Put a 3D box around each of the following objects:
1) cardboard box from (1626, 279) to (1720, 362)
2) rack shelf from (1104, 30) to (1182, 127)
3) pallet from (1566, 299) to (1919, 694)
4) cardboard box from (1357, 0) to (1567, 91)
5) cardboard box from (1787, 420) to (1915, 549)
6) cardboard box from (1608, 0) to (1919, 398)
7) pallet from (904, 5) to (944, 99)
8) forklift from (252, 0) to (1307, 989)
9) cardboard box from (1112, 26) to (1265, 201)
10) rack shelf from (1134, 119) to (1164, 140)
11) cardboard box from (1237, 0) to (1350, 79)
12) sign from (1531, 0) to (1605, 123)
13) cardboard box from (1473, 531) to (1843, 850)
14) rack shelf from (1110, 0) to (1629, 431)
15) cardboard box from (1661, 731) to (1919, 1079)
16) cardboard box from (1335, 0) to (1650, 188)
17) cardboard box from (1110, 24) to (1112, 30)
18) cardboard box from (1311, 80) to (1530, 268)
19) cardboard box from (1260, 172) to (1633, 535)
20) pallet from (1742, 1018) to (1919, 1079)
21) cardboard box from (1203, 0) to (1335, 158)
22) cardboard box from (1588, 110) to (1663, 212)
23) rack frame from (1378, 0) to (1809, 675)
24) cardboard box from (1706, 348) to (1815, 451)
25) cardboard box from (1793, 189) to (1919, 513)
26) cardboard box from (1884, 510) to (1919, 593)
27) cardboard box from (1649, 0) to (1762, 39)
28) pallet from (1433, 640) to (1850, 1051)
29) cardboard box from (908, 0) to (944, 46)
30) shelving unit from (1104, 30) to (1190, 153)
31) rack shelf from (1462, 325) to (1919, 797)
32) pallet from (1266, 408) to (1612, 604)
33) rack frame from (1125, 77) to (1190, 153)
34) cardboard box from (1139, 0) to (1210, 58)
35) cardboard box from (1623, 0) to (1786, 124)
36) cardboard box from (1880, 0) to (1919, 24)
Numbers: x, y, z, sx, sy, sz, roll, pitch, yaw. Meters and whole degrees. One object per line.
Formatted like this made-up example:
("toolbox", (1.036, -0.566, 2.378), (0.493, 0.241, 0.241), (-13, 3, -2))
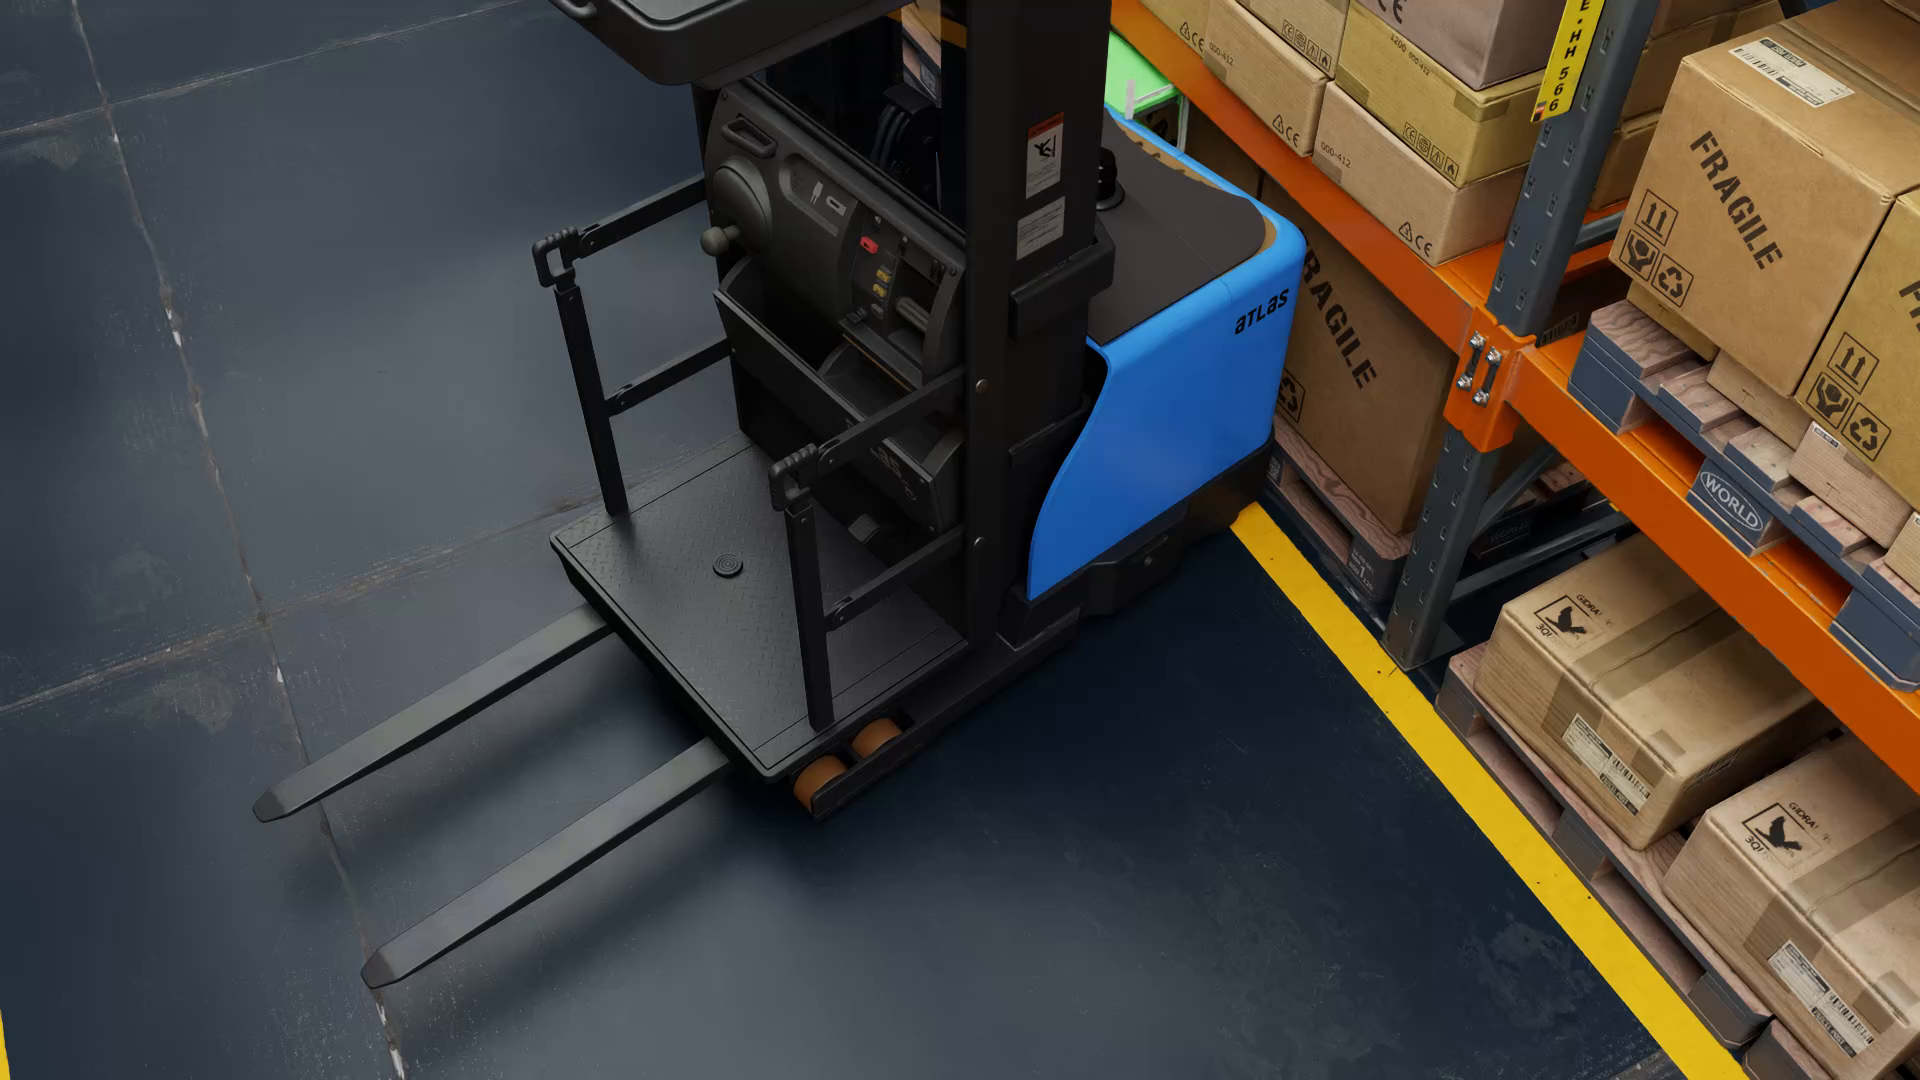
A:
("cardboard box", (1.709, -0.579, 3.651), (0.380, 0.149, 0.250), (-24, 53, -20))
("rack shelf", (0.454, -1.414, 5.134), (0.258, 0.148, 0.480), (-28, 54, -21))
("pallet", (2.146, -0.302, 3.648), (1.213, 0.211, 1.003), (-21, 52, -18))
("cardboard box", (1.256, -1.423, 3.771), (0.500, 0.500, 0.500), (-22, 53, -18))
("cardboard box", (1.893, -0.179, 3.302), (0.380, 0.149, 0.250), (-24, 53, -20))
("cardboard box", (1.726, -0.693, 3.320), (0.500, 0.500, 0.500), (-23, 53, -19))
("pallet", (0.315, -2.074, 6.923), (1.003, 0.211, 1.213), (-21, 52, -18))
("forklift", (-0.478, -0.661, 3.881), (3.031, 2.935, 1.130), (-32, 56, -25))
("cardboard box", (1.079, -1.333, 5.556), (0.875, 0.875, 0.875), (-21, 52, -17))
("rack shelf", (0.459, -1.258, 5.316), (0.258, 0.148, 0.480), (-28, 54, -21))
("cardboard box", (1.040, -1.499, 4.336), (0.500, 0.250, 0.500), (-22, 53, -18))
("sign", (1.233, -0.993, 3.356), (0.100, 0.325, 0.005), (-21, 52, -18))
("cardboard box", (1.975, 0.303, 4.459), (0.950, 0.372, 0.625), (-24, 53, -20))
("rack shelf", (0.810, -1.907, 5.403), (1.077, 0.370, 4.000), (-21, 52, -18))
("cardboard box", (2.320, 0.795, 4.029), (0.950, 0.372, 0.625), (-22, 52, -18))
("cardboard box", (1.278, -1.157, 4.037), (0.500, 0.250, 0.500), (-21, 52, -18))
("cardboard box", (0.670, -1.932, 6.079), (0.875, 0.875, 0.875), (-20, 52, -16))
("cardboard box", (1.263, -1.005, 4.236), (0.500, 0.250, 0.500), (-23, 53, -19))
("cardboard box", (1.483, -0.735, 5.032), (0.875, 0.875, 0.875), (-22, 52, -18))
("pallet", (2.636, 1.452, 3.840), (1.003, 0.211, 1.213), (-21, 52, -18))
("cardboard box", (1.015, -1.341, 4.530), (0.500, 0.250, 0.500), (-20, 52, -17))
("cardboard box", (1.725, -1.170, 4.380), (0.500, 0.250, 0.500), (-22, 52, -18))
("rack frame", (1.725, -0.805, 3.961), (1.000, 3.000, 0.127), (-21, 52, -18))
("cardboard box", (1.808, -0.378, 3.476), (0.380, 0.149, 0.250), (-24, 53, -20))
("cardboard box", (1.970, -0.347, 3.018), (0.500, 0.500, 0.500), (-19, 51, -16))
("cardboard box", (2.000, 0.012, 3.135), (0.380, 0.149, 0.250), (-21, 52, -17))
("cardboard box", (1.717, -1.581, 3.910), (0.500, 0.500, 0.500), (-23, 53, -19))
("pallet", (2.082, 0.637, 4.553), (1.003, 0.211, 1.213), (-21, 52, -18))
("cardboard box", (0.250, -2.533, 6.606), (0.875, 0.875, 0.875), (-20, 52, -16))
("shelving unit", (0.462, -1.143, 5.450), (0.258, 1.200, 0.503), (-28, 54, -21))
("rack shelf", (2.641, 0.770, 3.061), (1.077, 0.370, 4.000), (-21, 52, -18))
("pallet", (1.432, -0.441, 5.495), (1.003, 0.211, 1.213), (-21, 52, -18))
("rack frame", (0.599, -0.992, 5.316), (0.240, 1.200, 0.015), (-28, 54, -21))
("cardboard box", (0.799, -1.684, 4.829), (0.500, 0.250, 0.500), (-22, 52, -18))
("cardboard box", (1.713, -1.344, 4.201), (0.500, 0.250, 0.500), (-22, 52, -18))
("cardboard box", (2.181, -0.866, 3.471), (0.500, 0.500, 0.500), (-23, 53, -19))
